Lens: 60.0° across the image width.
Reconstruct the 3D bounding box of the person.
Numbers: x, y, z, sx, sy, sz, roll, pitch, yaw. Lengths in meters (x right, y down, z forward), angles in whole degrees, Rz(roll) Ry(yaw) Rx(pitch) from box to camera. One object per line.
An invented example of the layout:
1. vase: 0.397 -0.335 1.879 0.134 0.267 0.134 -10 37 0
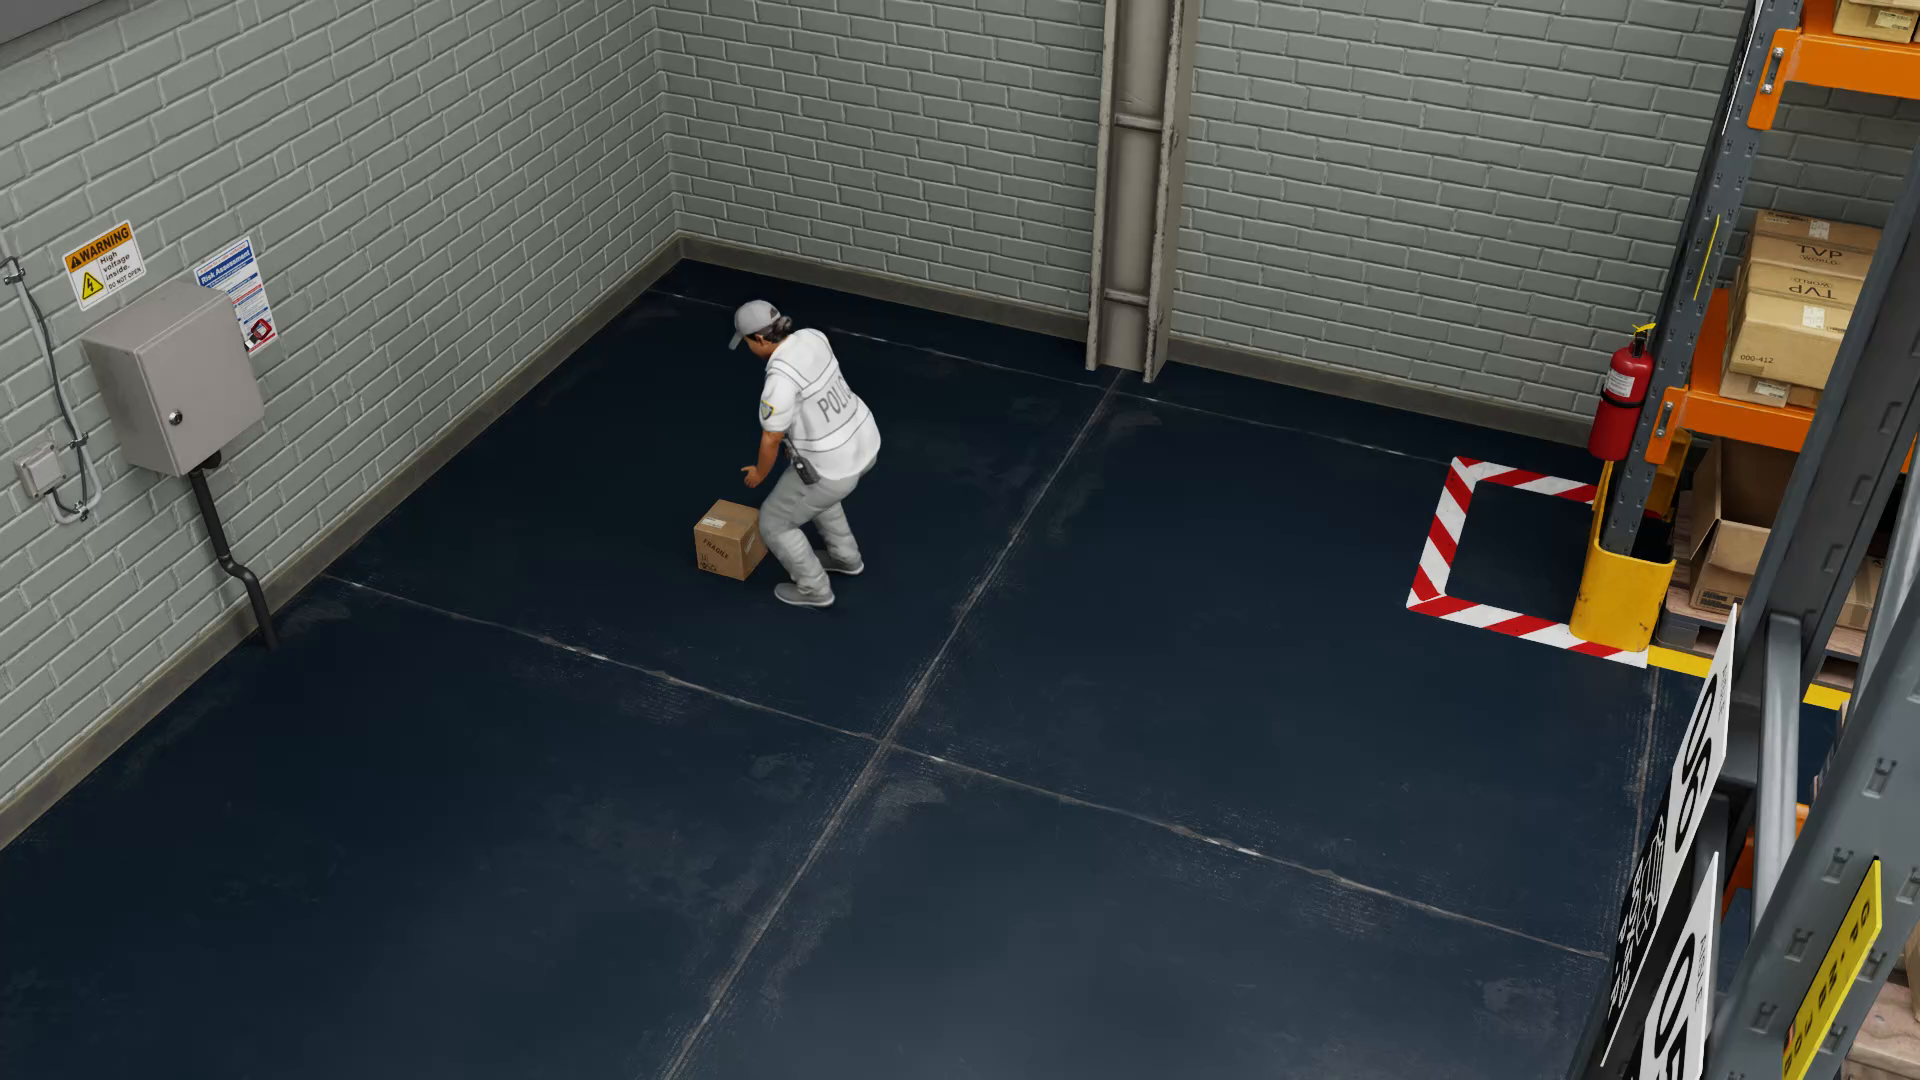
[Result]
1. person: -0.694 -0.370 7.440 0.632 1.502 0.525 15 40 18
